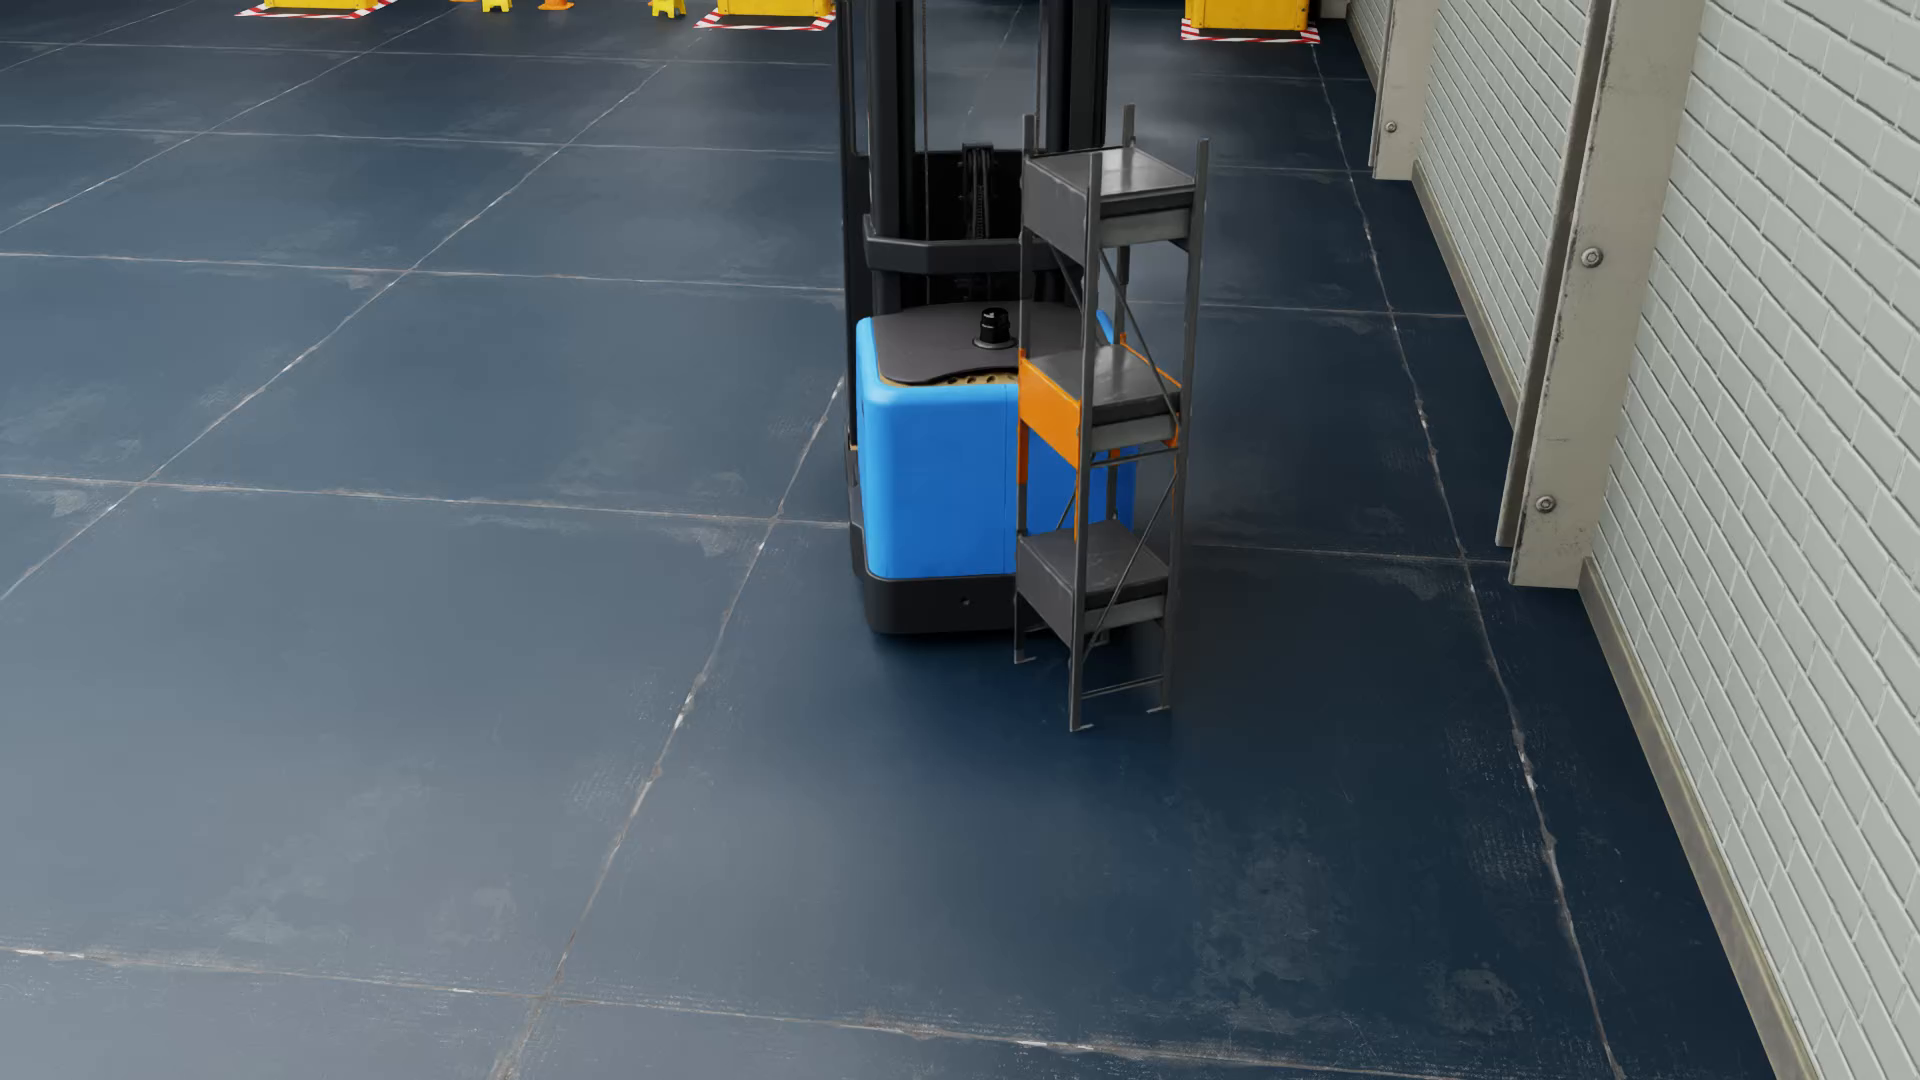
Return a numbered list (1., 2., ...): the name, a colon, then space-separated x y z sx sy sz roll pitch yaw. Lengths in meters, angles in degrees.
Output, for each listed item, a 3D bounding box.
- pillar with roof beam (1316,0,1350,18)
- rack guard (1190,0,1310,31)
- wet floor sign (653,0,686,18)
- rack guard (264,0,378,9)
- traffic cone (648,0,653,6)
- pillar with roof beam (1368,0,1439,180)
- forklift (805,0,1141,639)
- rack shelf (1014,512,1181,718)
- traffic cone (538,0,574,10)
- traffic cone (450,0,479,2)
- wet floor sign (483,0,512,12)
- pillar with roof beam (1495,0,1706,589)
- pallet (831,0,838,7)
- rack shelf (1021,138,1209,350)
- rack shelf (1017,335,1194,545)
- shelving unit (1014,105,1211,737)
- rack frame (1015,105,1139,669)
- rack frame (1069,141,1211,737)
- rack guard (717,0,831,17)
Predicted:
1. pillar with roof beam: -0.341 -9.759 15.877 9.100 9.000 0.400 3 28 6
2. rack guard: 2.949 -5.481 16.896 1.175 0.500 0.348 3 28 6
3. wet floor sign: -3.060 -5.815 17.364 0.267 0.644 0.232 14 31 24
4. rack guard: -6.903 -6.007 17.874 1.175 0.500 0.348 3 28 6
5. traffic cone: -3.203 -6.040 17.973 0.336 0.463 0.334 3 28 6
6. pillar with roof beam: -1.076 -6.935 10.634 9.100 9.000 0.400 3 28 6
7. forklift: 0.218 -1.590 7.111 1.130 2.935 3.031 6 29 11
8. rack shelf: 0.489 0.264 6.051 0.431 0.518 0.480 -11 30 -19
9. traffic cone: -4.346 -5.944 17.796 0.336 0.463 0.334 3 28 6
10. traffic cone: -5.426 -6.170 18.214 0.336 0.463 0.334 3 28 6
11. wet floor sign: -4.938 -5.954 17.622 0.267 0.644 0.232 -1 28 -3
12. pillar with roof beam: -1.811 -4.110 5.392 9.100 9.000 0.400 3 28 6
13. pallet: -1.831 -6.068 18.290 1.003 0.211 1.213 3 28 6
14. rack shelf: 0.489 -0.969 5.387 0.431 0.518 0.480 -11 30 -19
15. rack shelf: 0.489 -0.352 5.719 0.431 0.518 0.480 -11 30 -19
16. shelving unit: 0.489 -0.364 5.712 0.431 2.100 0.503 -11 30 -19
17. rack frame: 0.400 -0.472 5.912 0.400 2.100 0.015 -11 30 -19
18. rack frame: 0.579 -0.257 5.512 0.400 2.100 0.015 -11 30 -19
19. rack guard: -1.966 -5.814 17.516 1.175 0.500 0.348 3 28 6
